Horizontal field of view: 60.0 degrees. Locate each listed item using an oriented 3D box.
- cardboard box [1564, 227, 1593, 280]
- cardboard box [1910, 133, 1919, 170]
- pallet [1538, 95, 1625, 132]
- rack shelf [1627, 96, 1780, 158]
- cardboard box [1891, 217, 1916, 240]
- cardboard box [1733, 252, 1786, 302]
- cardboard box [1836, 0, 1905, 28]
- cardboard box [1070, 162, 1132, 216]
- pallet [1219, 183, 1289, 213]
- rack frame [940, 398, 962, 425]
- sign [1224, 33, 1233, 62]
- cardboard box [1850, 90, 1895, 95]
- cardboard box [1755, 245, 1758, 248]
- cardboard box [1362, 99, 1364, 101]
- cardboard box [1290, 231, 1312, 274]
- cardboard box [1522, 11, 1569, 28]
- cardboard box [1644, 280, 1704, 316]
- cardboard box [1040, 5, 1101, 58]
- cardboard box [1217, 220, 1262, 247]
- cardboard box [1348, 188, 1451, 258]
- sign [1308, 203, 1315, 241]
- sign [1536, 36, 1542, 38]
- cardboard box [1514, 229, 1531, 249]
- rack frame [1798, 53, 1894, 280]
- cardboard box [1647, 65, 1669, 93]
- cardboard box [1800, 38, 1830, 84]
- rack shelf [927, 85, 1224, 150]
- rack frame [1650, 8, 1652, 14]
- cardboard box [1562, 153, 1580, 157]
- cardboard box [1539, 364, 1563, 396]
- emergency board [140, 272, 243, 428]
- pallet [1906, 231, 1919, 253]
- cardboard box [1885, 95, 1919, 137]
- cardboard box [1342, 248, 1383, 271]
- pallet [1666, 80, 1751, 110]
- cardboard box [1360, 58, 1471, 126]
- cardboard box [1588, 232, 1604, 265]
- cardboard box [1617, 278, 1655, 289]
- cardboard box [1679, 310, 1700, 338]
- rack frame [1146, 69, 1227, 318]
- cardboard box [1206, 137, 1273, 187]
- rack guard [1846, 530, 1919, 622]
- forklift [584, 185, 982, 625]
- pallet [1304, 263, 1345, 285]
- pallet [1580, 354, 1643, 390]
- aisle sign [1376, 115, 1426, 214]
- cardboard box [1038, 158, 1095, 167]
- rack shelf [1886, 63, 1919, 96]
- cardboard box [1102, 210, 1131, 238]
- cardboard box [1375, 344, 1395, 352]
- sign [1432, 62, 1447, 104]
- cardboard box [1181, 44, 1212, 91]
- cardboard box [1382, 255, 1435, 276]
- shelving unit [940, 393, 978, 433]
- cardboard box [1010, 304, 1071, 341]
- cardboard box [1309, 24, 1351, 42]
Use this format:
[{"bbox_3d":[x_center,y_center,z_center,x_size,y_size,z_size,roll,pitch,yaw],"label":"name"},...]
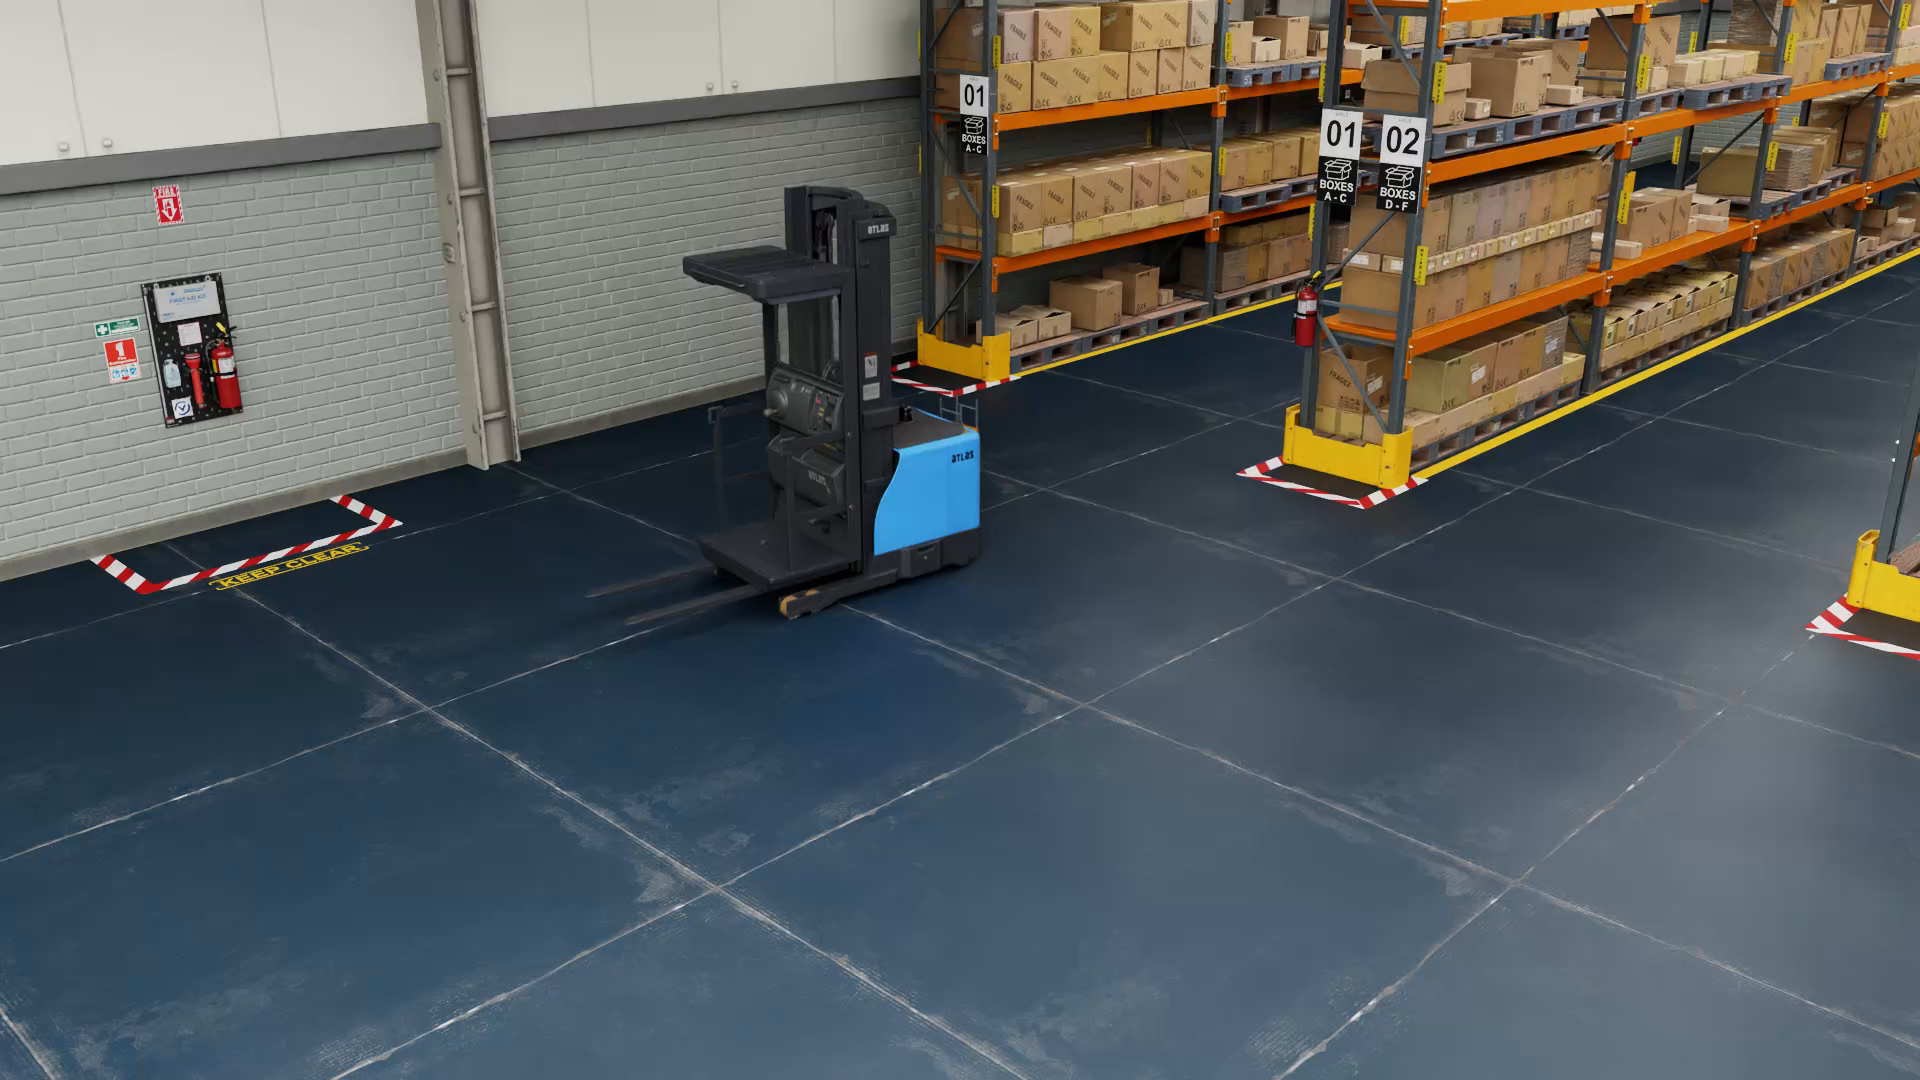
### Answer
[{"bbox_3d":[6.017,-2.996,17.050,0.700,0.500,0.500,18,28,39],"label":"cardboard box"},{"bbox_3d":[13.513,-5.623,23.883,0.500,0.500,0.500,19,28,40],"label":"cardboard box"},{"bbox_3d":[5.746,-4.198,16.259,1.003,0.211,1.213,19,28,41],"label":"pallet"},{"bbox_3d":[7.718,-4.644,18.297,1.077,0.370,4.000,19,28,41],"label":"rack shelf"},{"bbox_3d":[13.807,-4.634,24.669,0.500,0.250,0.500,19,28,41],"label":"cardboard box"},{"bbox_3d":[9.996,-3.314,20.886,0.500,0.500,0.500,18,27,39],"label":"cardboard box"},{"bbox_3d":[12.215,-7.170,22.334,0.700,0.500,0.500,19,28,41],"label":"cardboard box"},{"bbox_3d":[1.597,-4.004,18.948,0.500,0.500,0.500,-19,28,-40],"label":"cardboard box"},{"bbox_3d":[3.408,-4.375,21.043,1.003,0.211,1.213,19,28,41],"label":"pallet"},{"bbox_3d":[-0.074,-0.533,13.288,0.240,1.200,0.006,19,28,41],"label":"rack frame"},{"bbox_3d":[3.165,-5.812,19.613,0.100,0.325,0.005,19,28,41],"label":"sign"},{"bbox_3d":[13.130,-6.221,24.046,0.500,0.500,0.500,19,28,40],"label":"cardboard box"},{"bbox_3d":[9.958,-3.564,21.538,0.500,0.500,0.500,18,27,39],"label":"cardboard box"},{"bbox_3d":[6.055,-6.191,23.874,0.500,0.250,0.500,18,27,39],"label":"cardboard box"},{"bbox_3d":[4.327,-3.935,22.502,0.700,0.500,0.500,19,28,40],"label":"cardboard box"},{"bbox_3d":[9.022,-8.045,25.628,0.500,0.250,0.500,19,28,40],"label":"cardboard box"},{"bbox_3d":[8.212,-2.807,19.163,0.500,0.311,0.500,19,28,40],"label":"cardboard box"},{"bbox_3d":[1.159,-5.488,17.930,0.500,0.500,0.500,-19,28,-41],"label":"cardboard box"},{"bbox_3d":[3.577,-4.000,21.627,0.500,0.250,0.500,19,28,40],"label":"cardboard box"},{"bbox_3d":[3.904,-2.820,14.782,0.700,0.500,0.500,19,28,41],"label":"cardboard box"},{"bbox_3d":[3.153,-2.828,14.806,0.100,0.325,0.005,19,28,41],"label":"sign"},{"bbox_3d":[5.927,-4.987,17.028,0.100,0.325,0.005,19,28,41],"label":"sign"},{"bbox_3d":[5.216,-2.896,15.885,0.250,0.149,0.380,-19,28,-40],"label":"cardboard box"},{"bbox_3d":[11.903,-5.122,22.719,1.000,3.000,0.127,19,28,41],"label":"rack frame"},{"bbox_3d":[7.140,-4.889,17.557,0.500,0.250,0.500,16,26,36],"label":"cardboard box"},{"bbox_3d":[10.112,-5.926,20.491,0.910,0.500,0.500,19,28,41],"label":"cardboard box"},{"bbox_3d":[1.375,-4.854,18.845,1.077,0.370,4.000,19,28,41],"label":"rack shelf"},{"bbox_3d":[11.142,-10.189,27.541,1.000,3.000,0.127,19,28,41],"label":"rack frame"},{"bbox_3d":[10.316,-6.468,28.215,0.380,0.149,0.250,19,28,41],"label":"cardboard box"},{"bbox_3d":[5.800,-1.678,17.006,0.500,0.250,0.500,19,28,41],"label":"cardboard box"},{"bbox_3d":[-6.088,-1.504,13.308,0.194,1.169,0.643,19,28,41],"label":"emergency board"},{"bbox_3d":[14.085,-4.624,25.310,1.003,0.211,1.213,19,28,41],"label":"pallet"},{"bbox_3d":[13.152,-5.951,23.343,0.500,0.500,0.500,18,28,39],"label":"cardboard box"},{"bbox_3d":[3.662,-2.533,14.939,0.380,0.149,0.250,19,28,40],"label":"cardboard box"},{"bbox_3d":[7.925,-4.921,18.278,1.213,0.211,1.003,-19,28,-40],"label":"pallet"},{"bbox_3d":[3.936,-3.894,14.418,0.637,0.503,0.797,-18,27,-38],"label":"cardboard box"},{"bbox_3d":[6.635,-3.133,17.754,0.500,0.250,0.500,-18,27,-39],"label":"cardboard box"},{"bbox_3d":[7.819,-2.939,19.506,0.500,0.311,0.500,18,28,39],"label":"cardboard box"},{"bbox_3d":[8.211,-2.548,19.270,0.500,0.250,0.500,-19,28,-41],"label":"cardboard box"},{"bbox_3d":[2.771,-4.304,20.592,1.000,3.000,0.127,19,28,41],"label":"rack frame"},{"bbox_3d":[3.545,-4.820,21.182,0.500,0.500,0.700,-17,27,-37],"label":"cardboard box"},{"bbox_3d":[7.098,0.339,11.996,1.175,0.500,0.348,19,28,41],"label":"rack guard"},{"bbox_3d":[-1.305,-1.008,12.111,3.031,2.935,1.130,-16,26,-35],"label":"forklift"},{"bbox_3d":[5.015,-3.830,23.246,1.003,0.211,1.213,19,28,41],"label":"pallet"},{"bbox_3d":[6.808,-1.963,18.387,1.003,0.211,1.213,19,28,41],"label":"pallet"},{"bbox_3d":[3.706,-3.157,13.984,0.394,0.787,0.004,19,28,41],"label":"aisle sign"},{"bbox_3d":[1.224,-4.130,19.275,0.500,0.500,0.500,-20,29,-41],"label":"cardboard box"},{"bbox_3d":[13.298,-6.700,23.648,1.077,0.370,4.000,19,28,41],"label":"rack shelf"},{"bbox_3d":[1.614,-3.657,19.090,0.500,0.250,0.500,20,28,41],"label":"cardboard box"},{"bbox_3d":[4.380,-1.773,16.208,0.500,0.500,0.500,19,28,41],"label":"cardboard box"},{"bbox_3d":[3.925,-3.742,13.619,0.100,0.325,0.005,19,28,41],"label":"sign"},{"bbox_3d":[2.594,-5.568,19.532,0.500,0.500,0.500,-19,28,-41],"label":"cardboard box"},{"bbox_3d":[3.960,-2.434,14.682,0.380,0.149,0.250,19,28,40],"label":"cardboard box"},{"bbox_3d":[-0.010,-0.556,13.350,0.258,1.200,0.189,19,28,41],"label":"shelving unit"},{"bbox_3d":[0.925,-2.528,19.106,0.500,0.311,0.500,-17,27,-38],"label":"cardboard box"},{"bbox_3d":[4.894,-6.661,22.376,0.500,0.500,0.500,19,28,41],"label":"cardboard box"}]
